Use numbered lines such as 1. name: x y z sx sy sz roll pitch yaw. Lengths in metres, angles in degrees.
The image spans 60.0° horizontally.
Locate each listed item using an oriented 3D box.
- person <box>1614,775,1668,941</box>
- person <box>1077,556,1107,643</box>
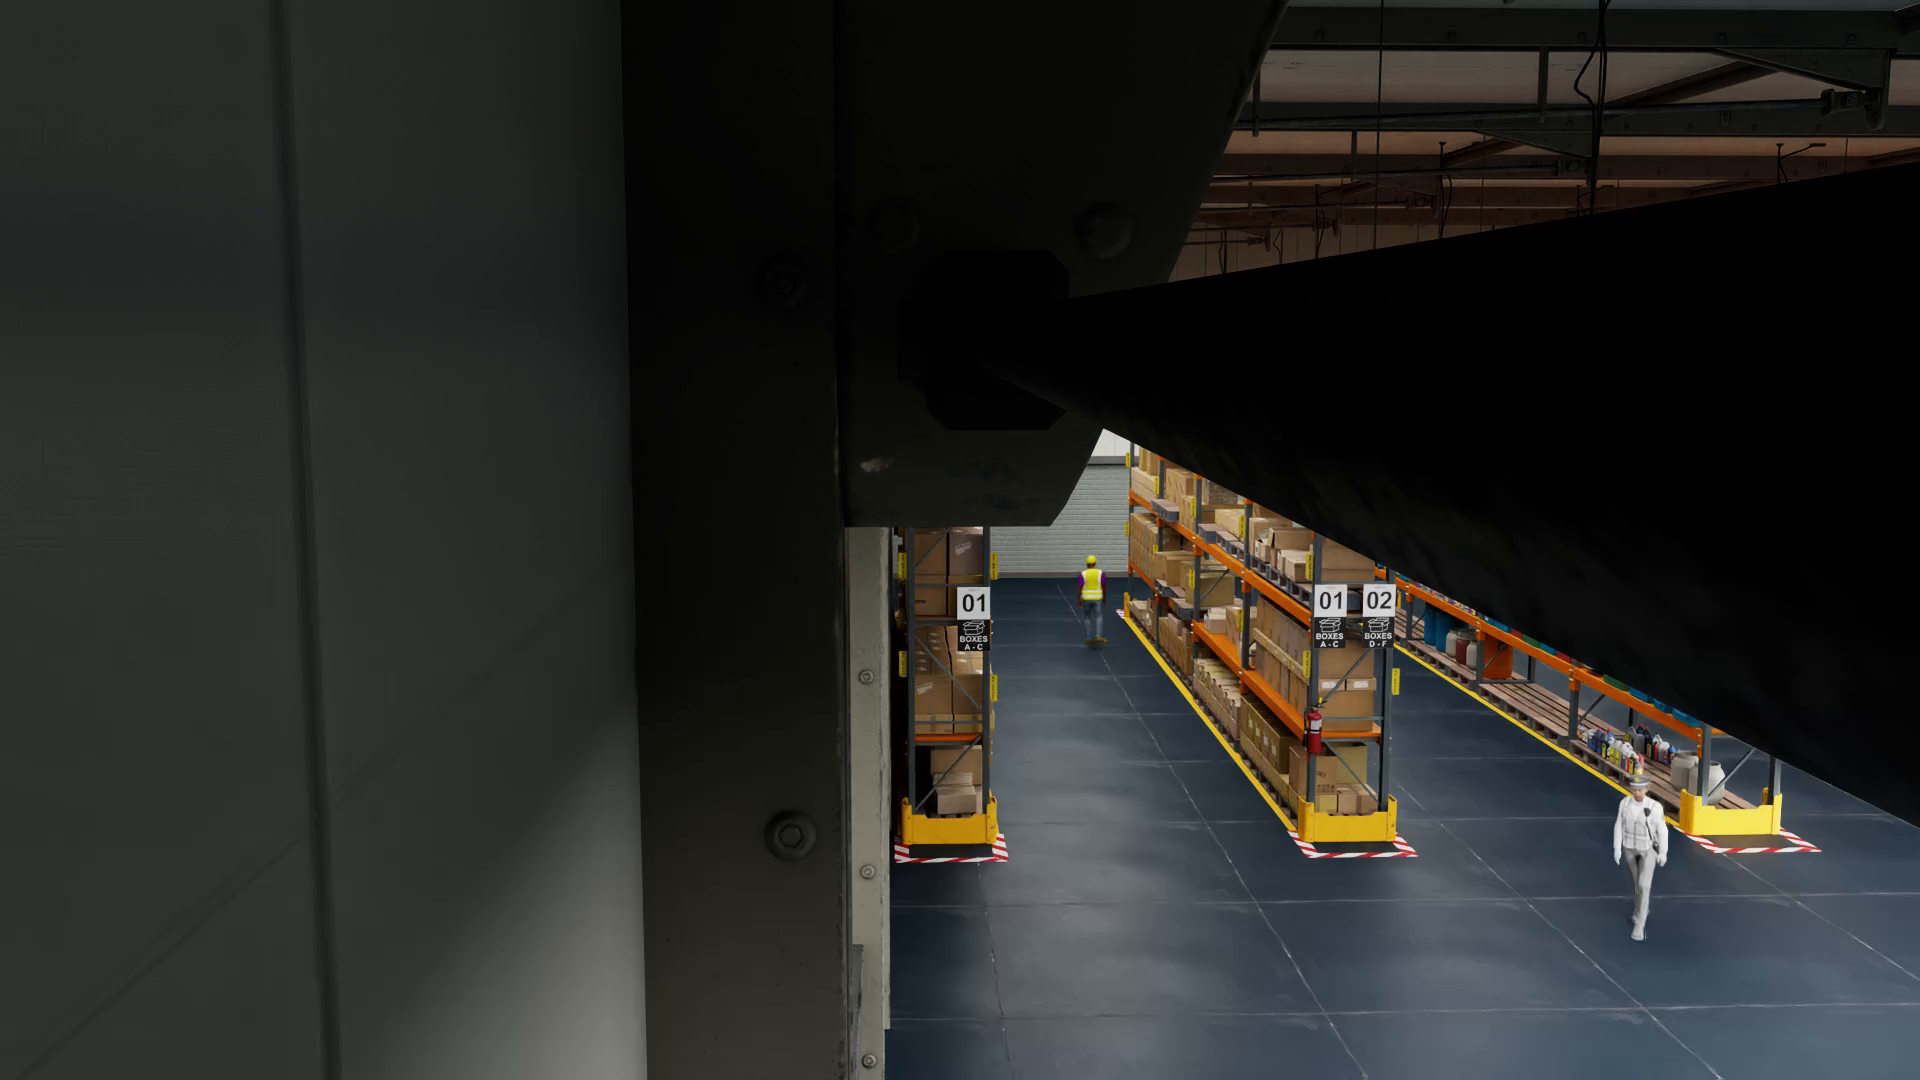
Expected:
1. person: 7.134 3.266 17.494 0.870 1.632 0.511 -7 10 -44
2. person: 2.639 1.199 33.280 0.604 1.768 0.565 0 7 1
